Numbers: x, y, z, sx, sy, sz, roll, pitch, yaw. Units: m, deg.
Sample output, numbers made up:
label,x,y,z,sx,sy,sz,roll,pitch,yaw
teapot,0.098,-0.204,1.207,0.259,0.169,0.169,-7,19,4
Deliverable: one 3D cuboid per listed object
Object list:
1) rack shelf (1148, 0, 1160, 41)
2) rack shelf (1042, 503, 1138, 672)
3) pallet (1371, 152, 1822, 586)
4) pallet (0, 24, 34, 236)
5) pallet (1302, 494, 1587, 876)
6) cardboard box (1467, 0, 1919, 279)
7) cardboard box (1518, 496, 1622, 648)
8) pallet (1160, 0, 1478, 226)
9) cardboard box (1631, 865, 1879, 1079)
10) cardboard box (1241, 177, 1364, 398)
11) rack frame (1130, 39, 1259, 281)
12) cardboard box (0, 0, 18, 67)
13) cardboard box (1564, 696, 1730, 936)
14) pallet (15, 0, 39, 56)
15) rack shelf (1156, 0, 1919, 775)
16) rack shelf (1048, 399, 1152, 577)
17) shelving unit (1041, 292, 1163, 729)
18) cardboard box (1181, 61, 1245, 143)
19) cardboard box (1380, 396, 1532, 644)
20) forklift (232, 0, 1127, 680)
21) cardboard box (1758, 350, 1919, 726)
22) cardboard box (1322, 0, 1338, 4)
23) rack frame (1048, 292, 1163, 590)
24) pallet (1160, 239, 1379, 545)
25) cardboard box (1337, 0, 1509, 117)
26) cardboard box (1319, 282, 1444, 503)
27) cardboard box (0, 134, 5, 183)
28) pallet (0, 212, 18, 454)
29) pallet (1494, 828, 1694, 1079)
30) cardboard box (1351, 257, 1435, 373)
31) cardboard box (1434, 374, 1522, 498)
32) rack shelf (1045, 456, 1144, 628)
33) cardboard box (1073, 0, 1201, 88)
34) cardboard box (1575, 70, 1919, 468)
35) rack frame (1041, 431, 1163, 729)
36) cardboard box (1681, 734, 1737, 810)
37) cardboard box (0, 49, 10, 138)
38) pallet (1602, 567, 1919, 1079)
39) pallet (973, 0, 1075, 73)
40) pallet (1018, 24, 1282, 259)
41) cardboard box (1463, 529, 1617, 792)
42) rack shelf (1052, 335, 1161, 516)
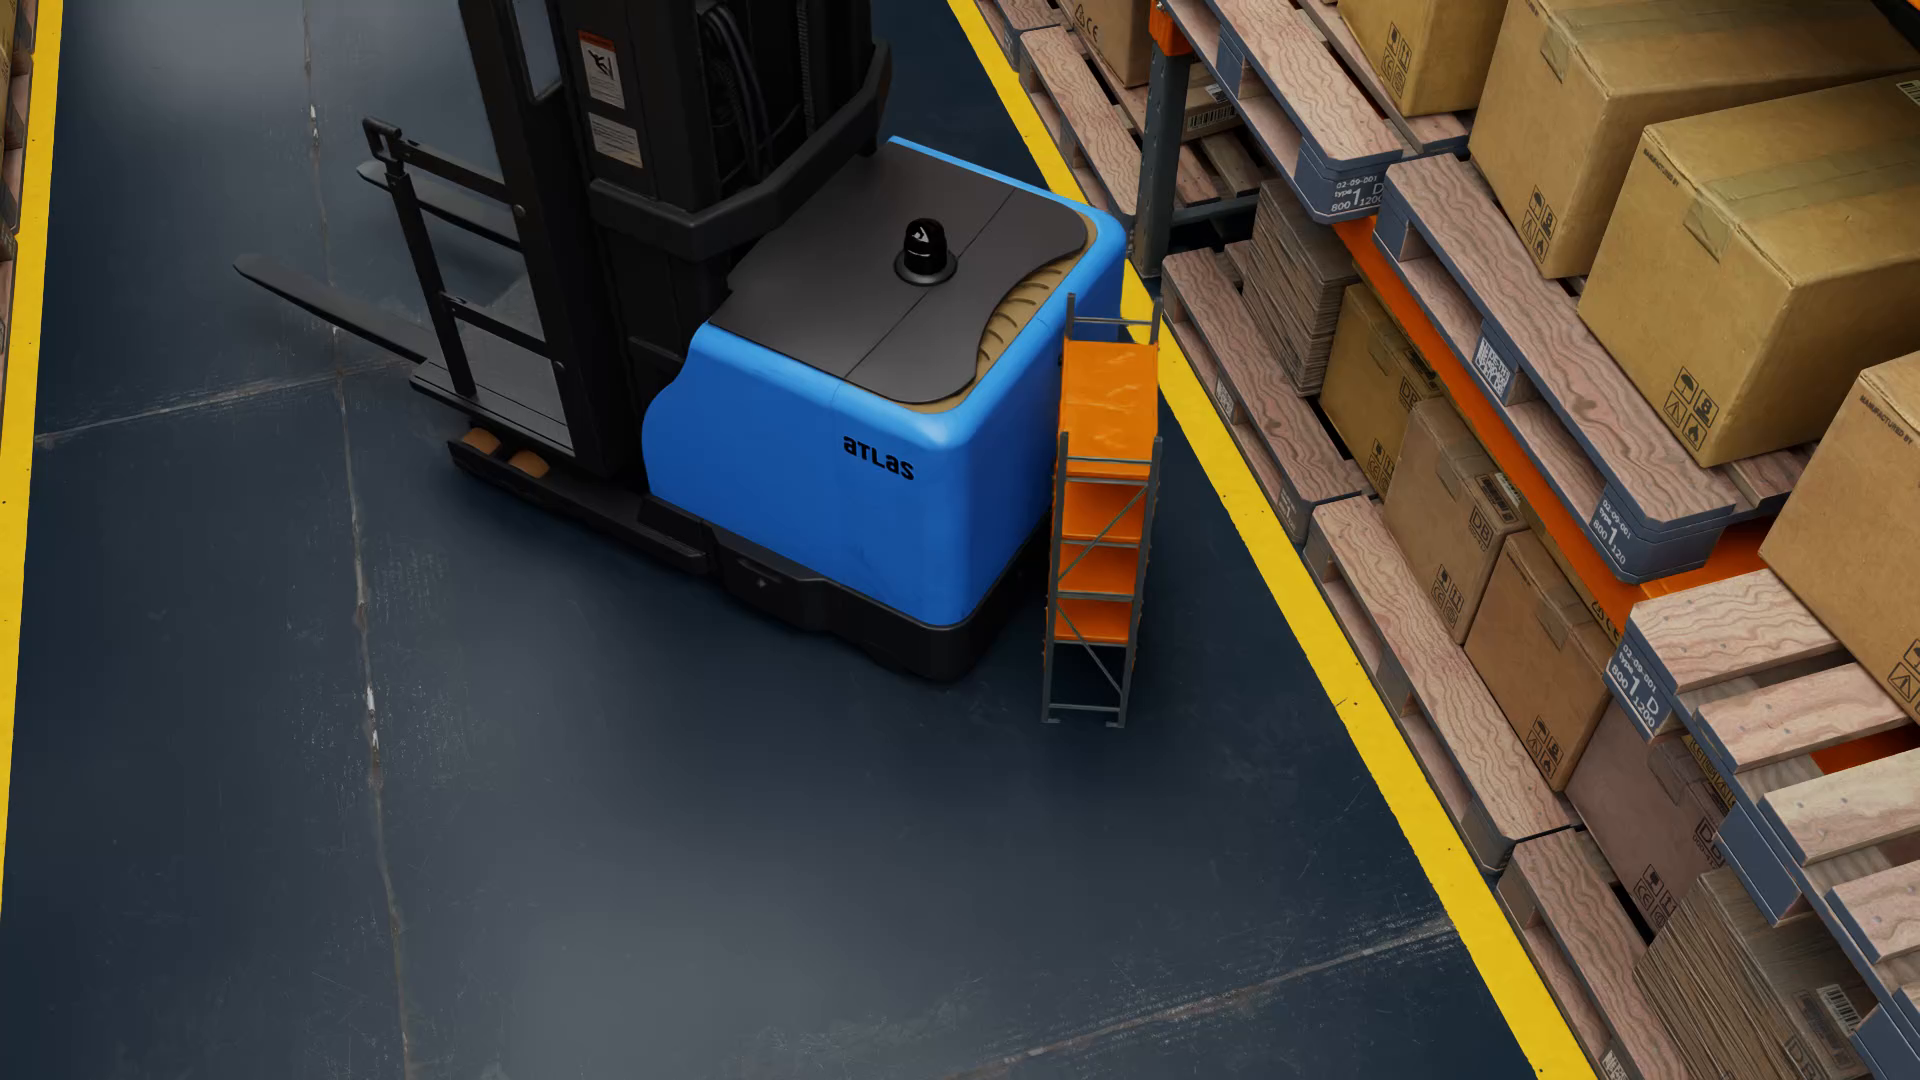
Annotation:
label,x,y,z,sx,sy,sz,roll,pitch,yaw
rack shelf,0.531,-3.294,6.535,1.077,0.370,4.000,-13,51,-11
rack shelf,0.373,0.130,4.704,0.258,0.148,0.480,3,50,3
pallet,1.681,-0.518,3.850,1.003,0.211,1.213,-13,51,-11
pallet,-4.168,-1.526,6.399,1.003,0.211,1.213,-13,51,-11
pallet,1.719,0.295,4.863,1.003,0.211,1.213,-13,51,-11
cardboard box,1.623,-0.976,3.758,0.700,0.500,0.500,-7,50,-6
cardboard box,1.777,-0.040,4.179,0.500,0.250,0.500,-14,51,-11
pallet,1.210,-1.412,4.604,1.003,0.211,1.213,-13,51,-11
cardboard box,2.043,1.006,3.787,0.700,0.500,0.500,-13,51,-10
cardboard box,1.356,-0.867,5.366,0.700,0.500,0.500,-12,51,-10
rack frame,1.123,-2.065,5.029,1.000,3.000,0.127,-13,51,-11
cardboard box,-4.042,-2.061,6.549,0.500,0.250,0.500,-13,51,-11
cardboard box,2.001,0.604,4.126,0.700,0.500,0.500,-13,51,-11
pallet,-4.525,-2.416,7.148,1.003,0.211,1.213,-13,51,-11
rack shelf,1.714,-0.372,4.073,1.077,0.370,4.000,-13,51,-11
rack shelf,0.373,-0.143,4.381,0.258,0.148,0.480,3,50,3
shelving unit,0.373,-0.042,4.500,0.258,1.200,0.503,3,50,3
cardboard box,0.936,-1.678,6.268,0.380,0.166,0.250,-19,53,-16
cardboard box,1.669,-0.119,4.736,0.700,0.500,0.500,-13,51,-11
forklift,-1.053,-1.394,4.508,3.031,2.935,1.130,24,54,19
cardboard box,1.966,-0.061,2.986,0.700,0.500,0.500,-18,52,-14
cardboard box,1.240,-1.860,4.503,0.700,0.500,0.500,-13,51,-11
rack frame,0.392,-0.228,4.657,0.240,1.200,0.015,3,50,3
pallet,1.354,-0.598,5.616,1.003,0.211,1.213,-13,51,-11
cardboard box,1.399,-1.450,4.157,0.700,0.500,0.500,-9,50,-7
cardboard box,1.557,-0.501,5.058,0.700,0.500,0.500,-14,51,-12
cardboard box,-3.742,-1.331,5.934,0.500,0.250,0.500,-13,51,-11
pallet,-3.804,-0.634,5.646,1.003,0.211,1.213,-13,51,-11
pallet,2.076,1.184,4.114,1.003,0.211,1.213,-13,51,-11
cardboard box,1.490,-0.788,4.809,0.500,0.250,0.500,-14,51,-12
cardboard box,1.647,-0.409,4.490,0.500,0.250,0.500,-15,51,-12
rack shelf,0.373,0.002,4.552,0.258,0.148,0.480,3,50,3
cardboard box,0.777,-2.150,6.448,0.500,0.500,0.500,-17,52,-14
cardboard box,1.767,-0.564,3.410,0.700,0.500,0.500,-13,51,-11
rack frame,0.354,0.144,4.344,0.240,1.200,0.015,3,50,3
cardboard box,1.934,0.334,3.863,0.500,0.250,0.500,-12,51,-10
cardboard box,-3.895,-1.695,6.241,0.500,0.250,0.500,-13,51,-11
pallet,1.993,0.422,3.058,1.213,0.211,1.003,-13,51,-11
pallet,0.526,-2.541,7.254,1.003,0.211,1.213,-13,51,-11
pallet,0.890,-1.649,6.502,1.003,0.211,1.213,-13,51,-11
cardboard box,1.827,0.247,4.427,0.700,0.500,0.500,-14,51,-11
rack shelf,0.373,-0.295,4.200,0.258,0.148,0.480,3,50,3
